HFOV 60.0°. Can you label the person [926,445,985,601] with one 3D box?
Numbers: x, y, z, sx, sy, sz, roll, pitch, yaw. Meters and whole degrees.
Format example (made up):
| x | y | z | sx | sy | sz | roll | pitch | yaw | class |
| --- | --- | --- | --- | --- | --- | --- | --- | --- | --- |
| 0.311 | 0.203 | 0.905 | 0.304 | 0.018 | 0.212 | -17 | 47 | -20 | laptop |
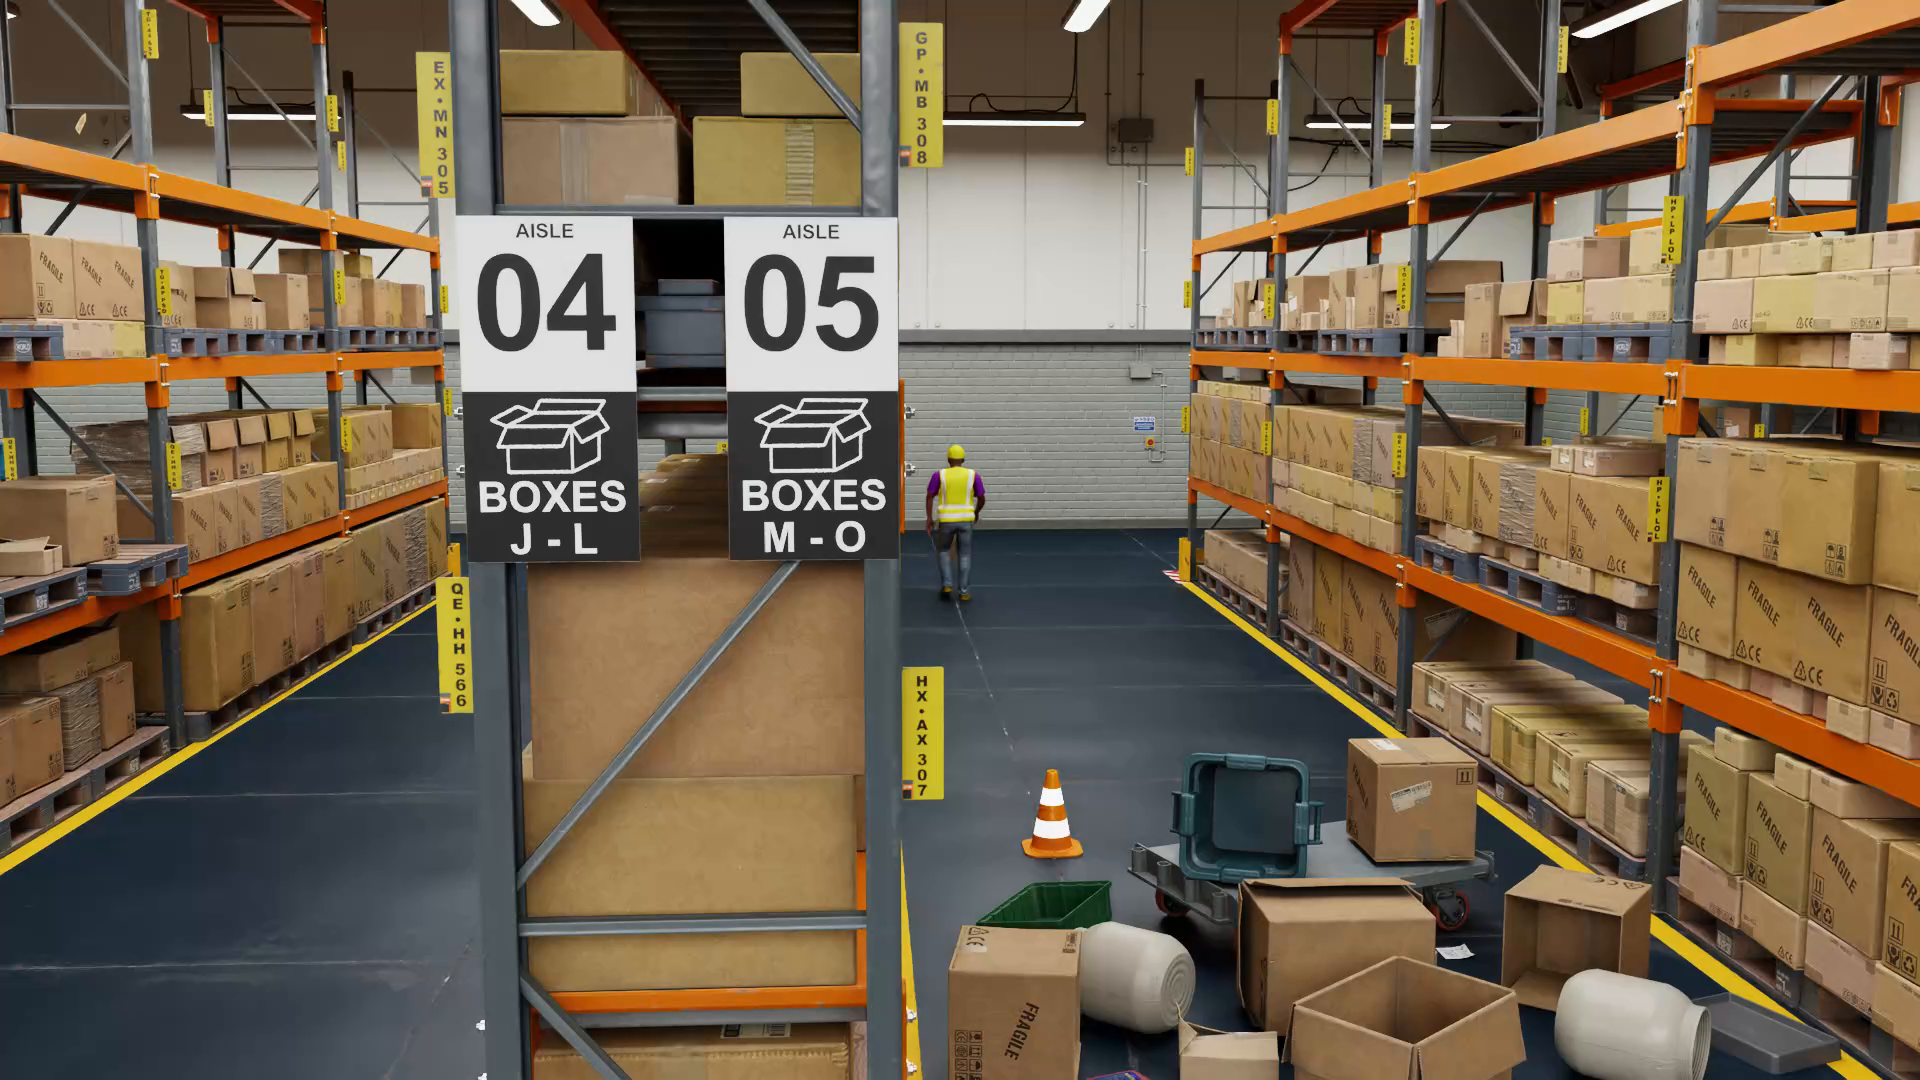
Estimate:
| x | y | z | sx | sy | sz | roll | pitch | yaw | class |
| --- | --- | --- | --- | --- | --- | --- | --- | --- | --- |
| -0.053 | -0.209 | 18.983 | 0.680 | 1.745 | 0.590 | 0 | 7 | -3 | person |
